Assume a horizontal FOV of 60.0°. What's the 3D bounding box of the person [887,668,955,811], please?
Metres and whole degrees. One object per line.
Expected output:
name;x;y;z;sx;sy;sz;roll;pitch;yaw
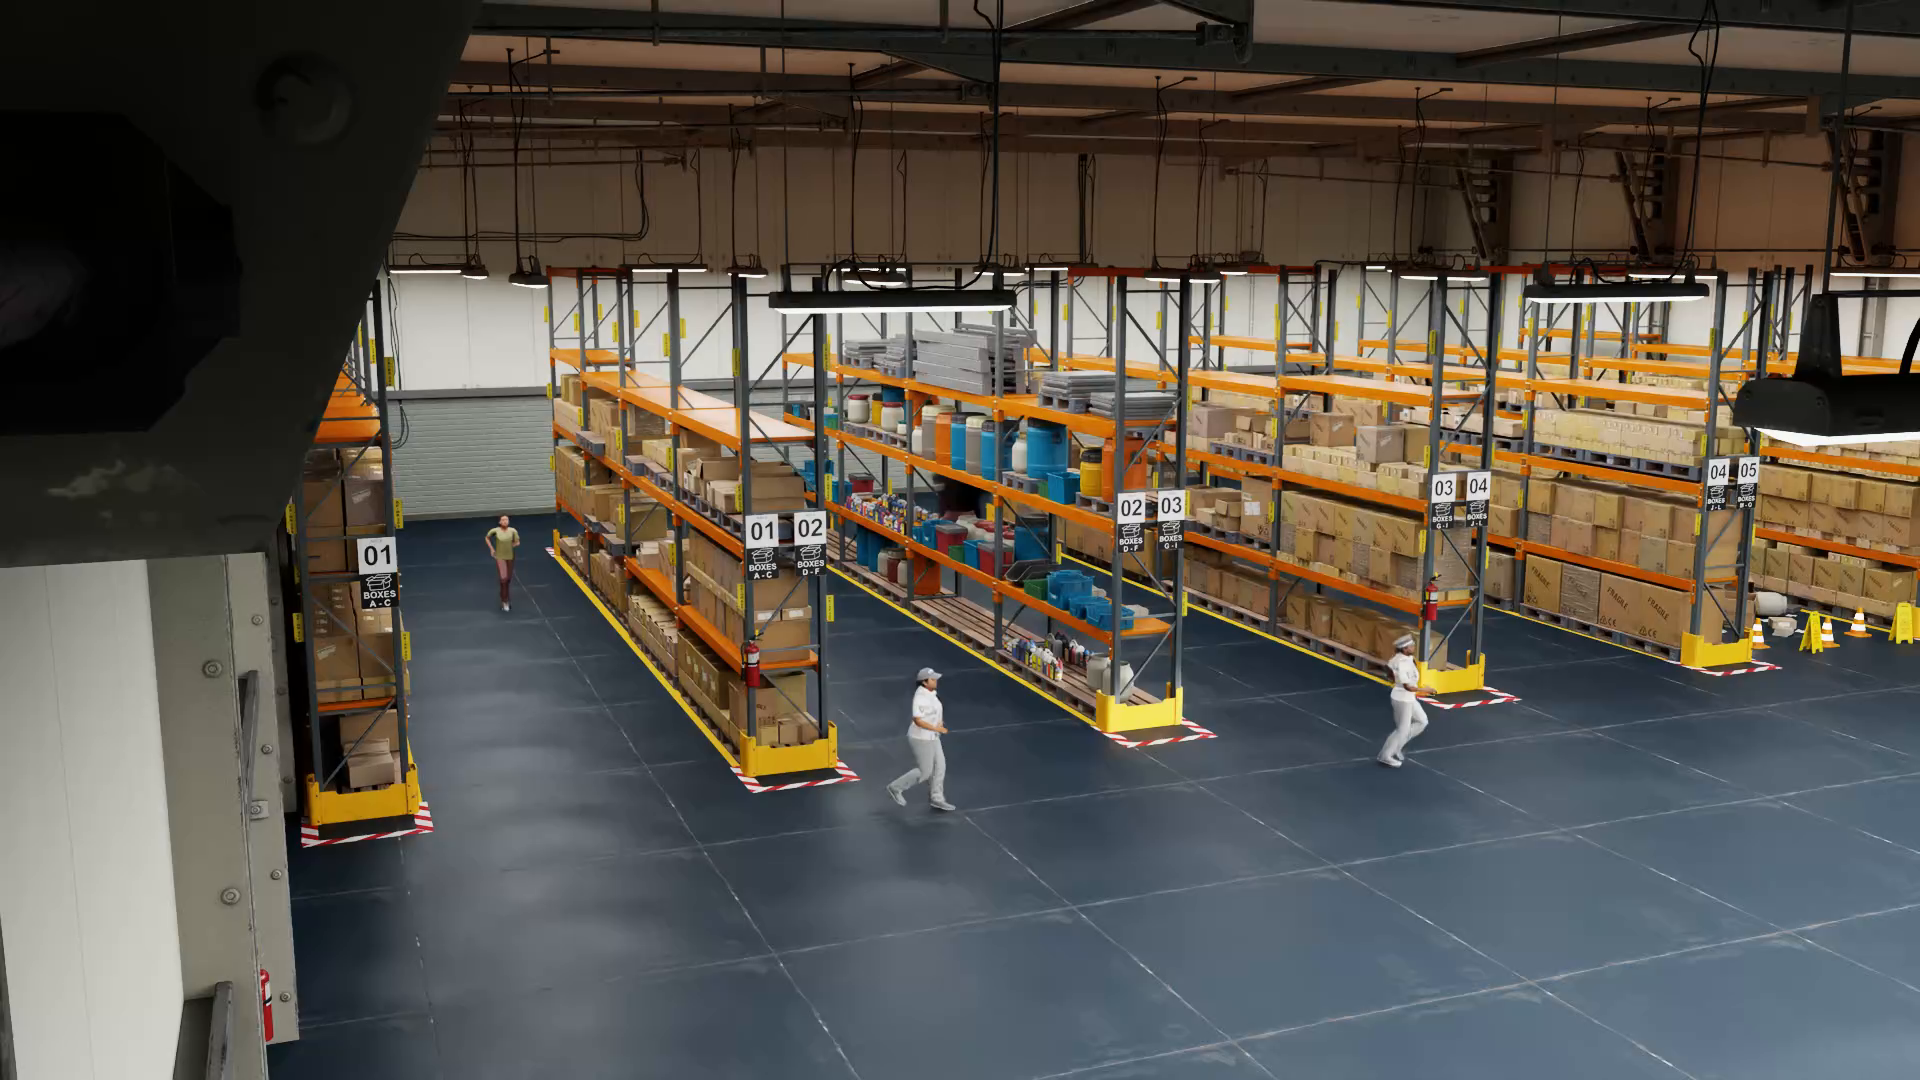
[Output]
person;-0.438;2.268;18.943;0.777;1.676;0.631;2;10;9

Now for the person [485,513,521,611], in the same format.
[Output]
person;-8.137;0.370;29.718;0.562;1.729;0.762;-6;12;-32

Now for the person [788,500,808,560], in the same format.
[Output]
person;-3.272;-0.195;32.673;0.672;1.785;0.916;-4;11;-22

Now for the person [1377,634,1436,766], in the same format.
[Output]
person;5.526;1.965;20.530;0.653;1.673;0.557;3;10;17
